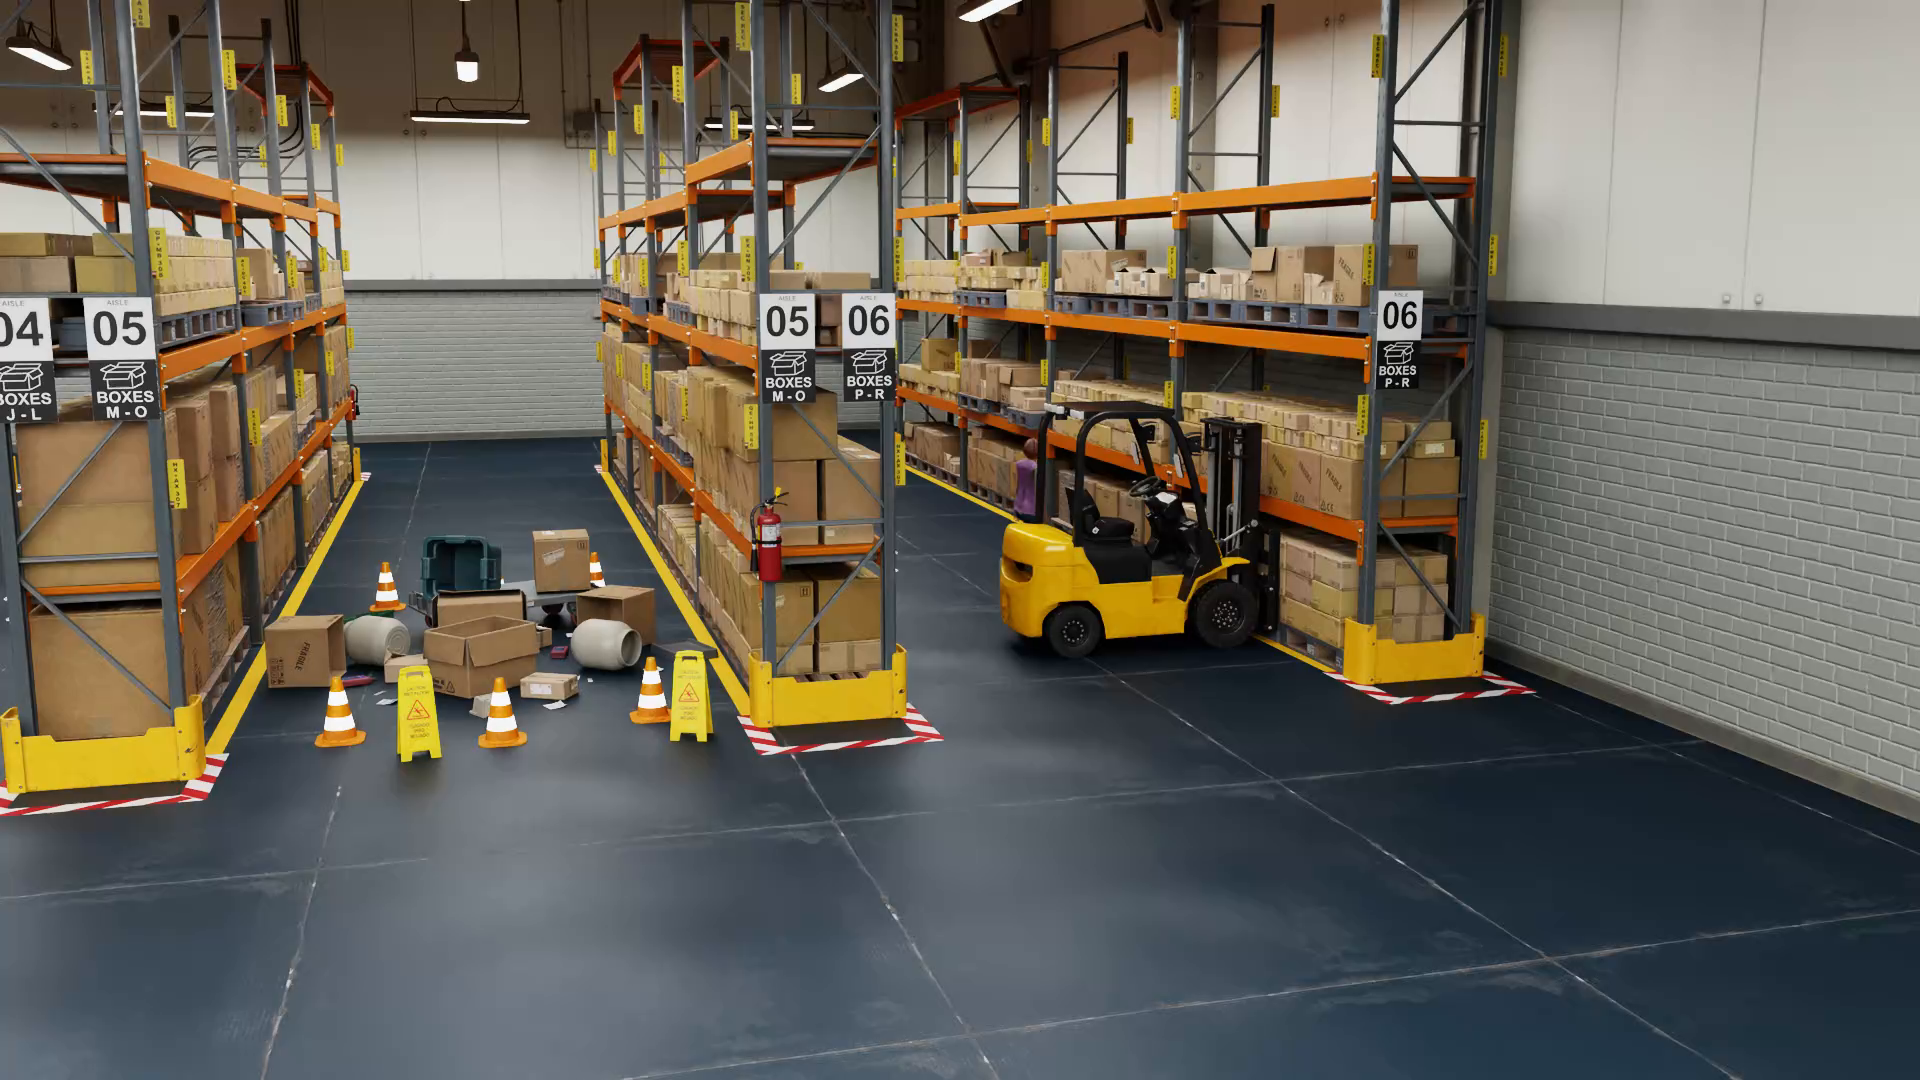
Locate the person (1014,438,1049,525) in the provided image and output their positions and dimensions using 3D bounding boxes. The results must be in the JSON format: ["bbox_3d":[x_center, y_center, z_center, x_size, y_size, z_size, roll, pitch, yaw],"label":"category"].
[{"bbox_3d":[0.771,-0.283,17.523,0.418,1.601,0.478,-5,11,-26],"label":"person"}]
